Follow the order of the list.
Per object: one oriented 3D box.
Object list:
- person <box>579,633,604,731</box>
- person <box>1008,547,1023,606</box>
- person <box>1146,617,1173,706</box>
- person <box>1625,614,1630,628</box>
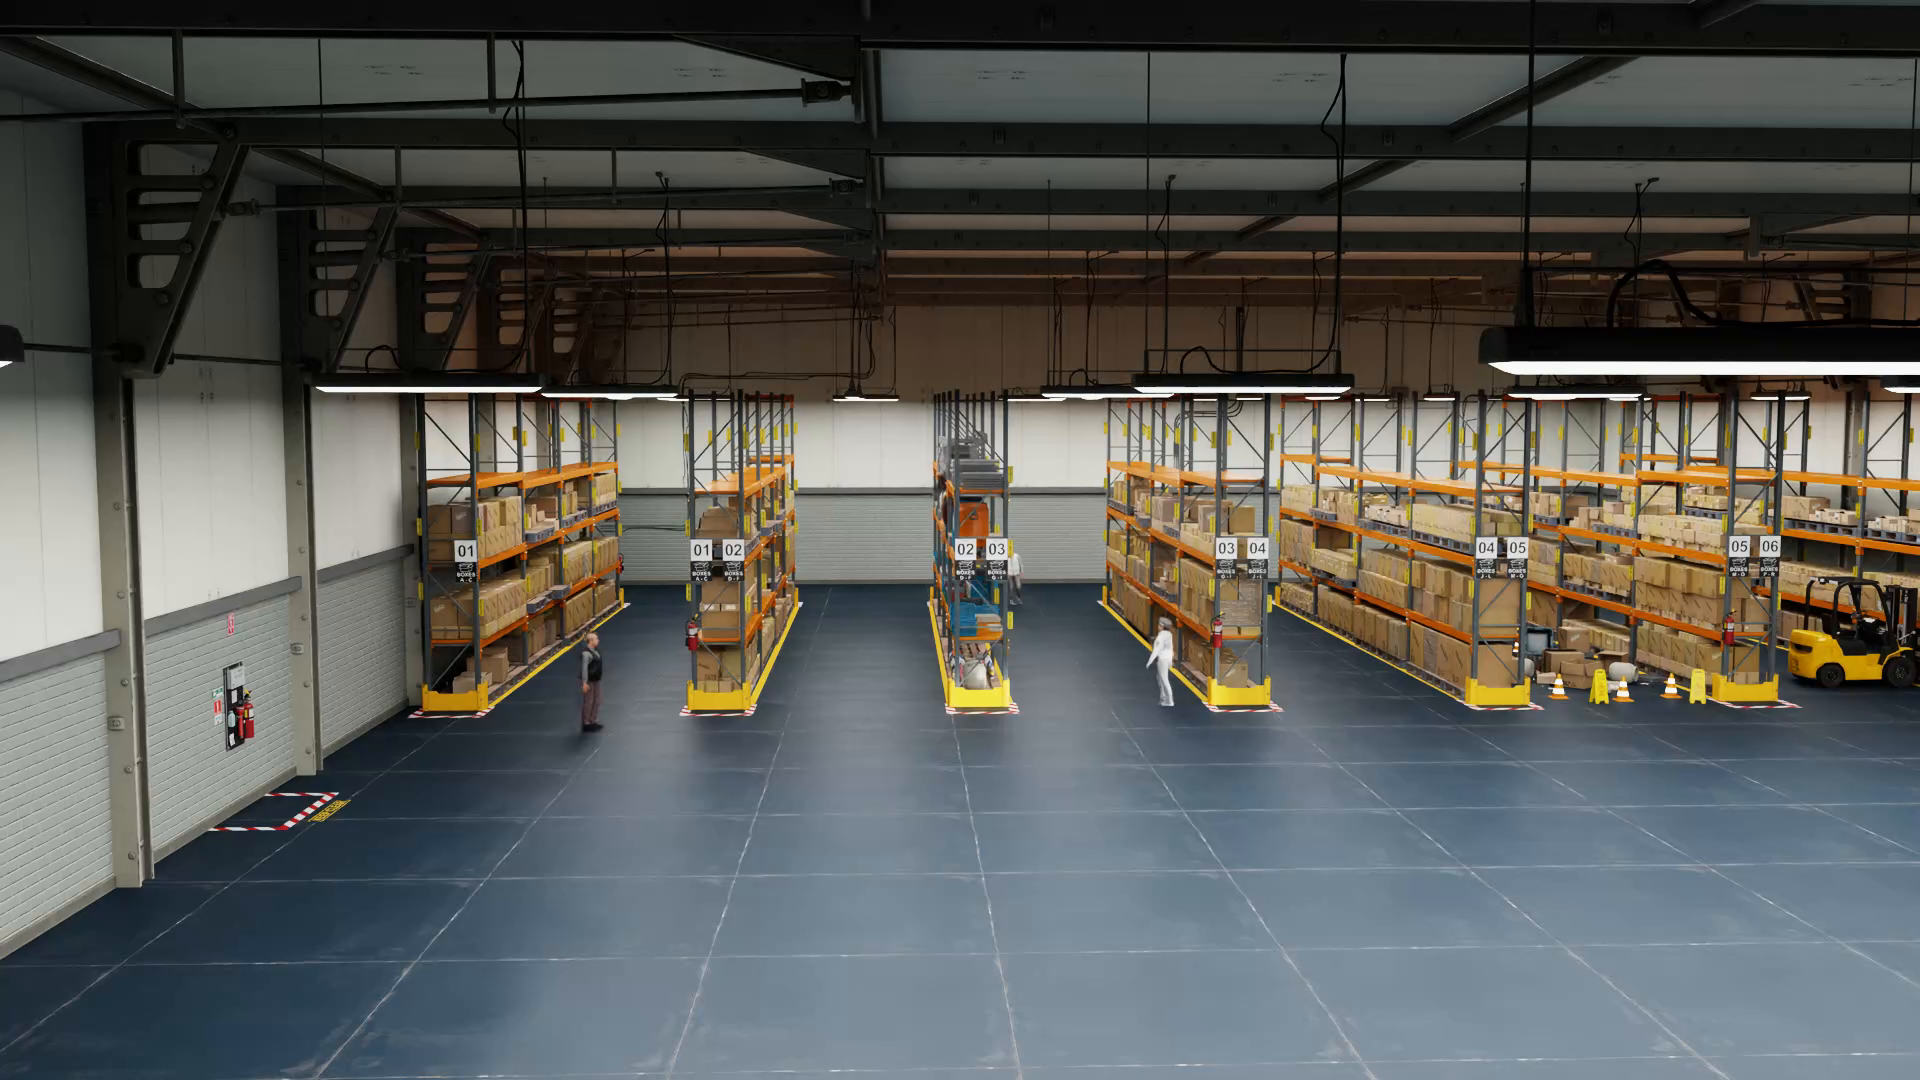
[{"bbox_3d":[-6.497,2.486,29.211,0.382,1.722,0.649,1,5,12],"label":"person"},{"bbox_3d":[1.507,0.988,47.208,0.600,1.775,0.537,-1,5,-15],"label":"person"},{"bbox_3d":[3.859,2.332,31.504,0.508,1.744,0.551,4,6,40],"label":"person"},{"bbox_3d":[16.965,1.401,42.200,0.457,1.783,0.633,2,5,19],"label":"person"}]
